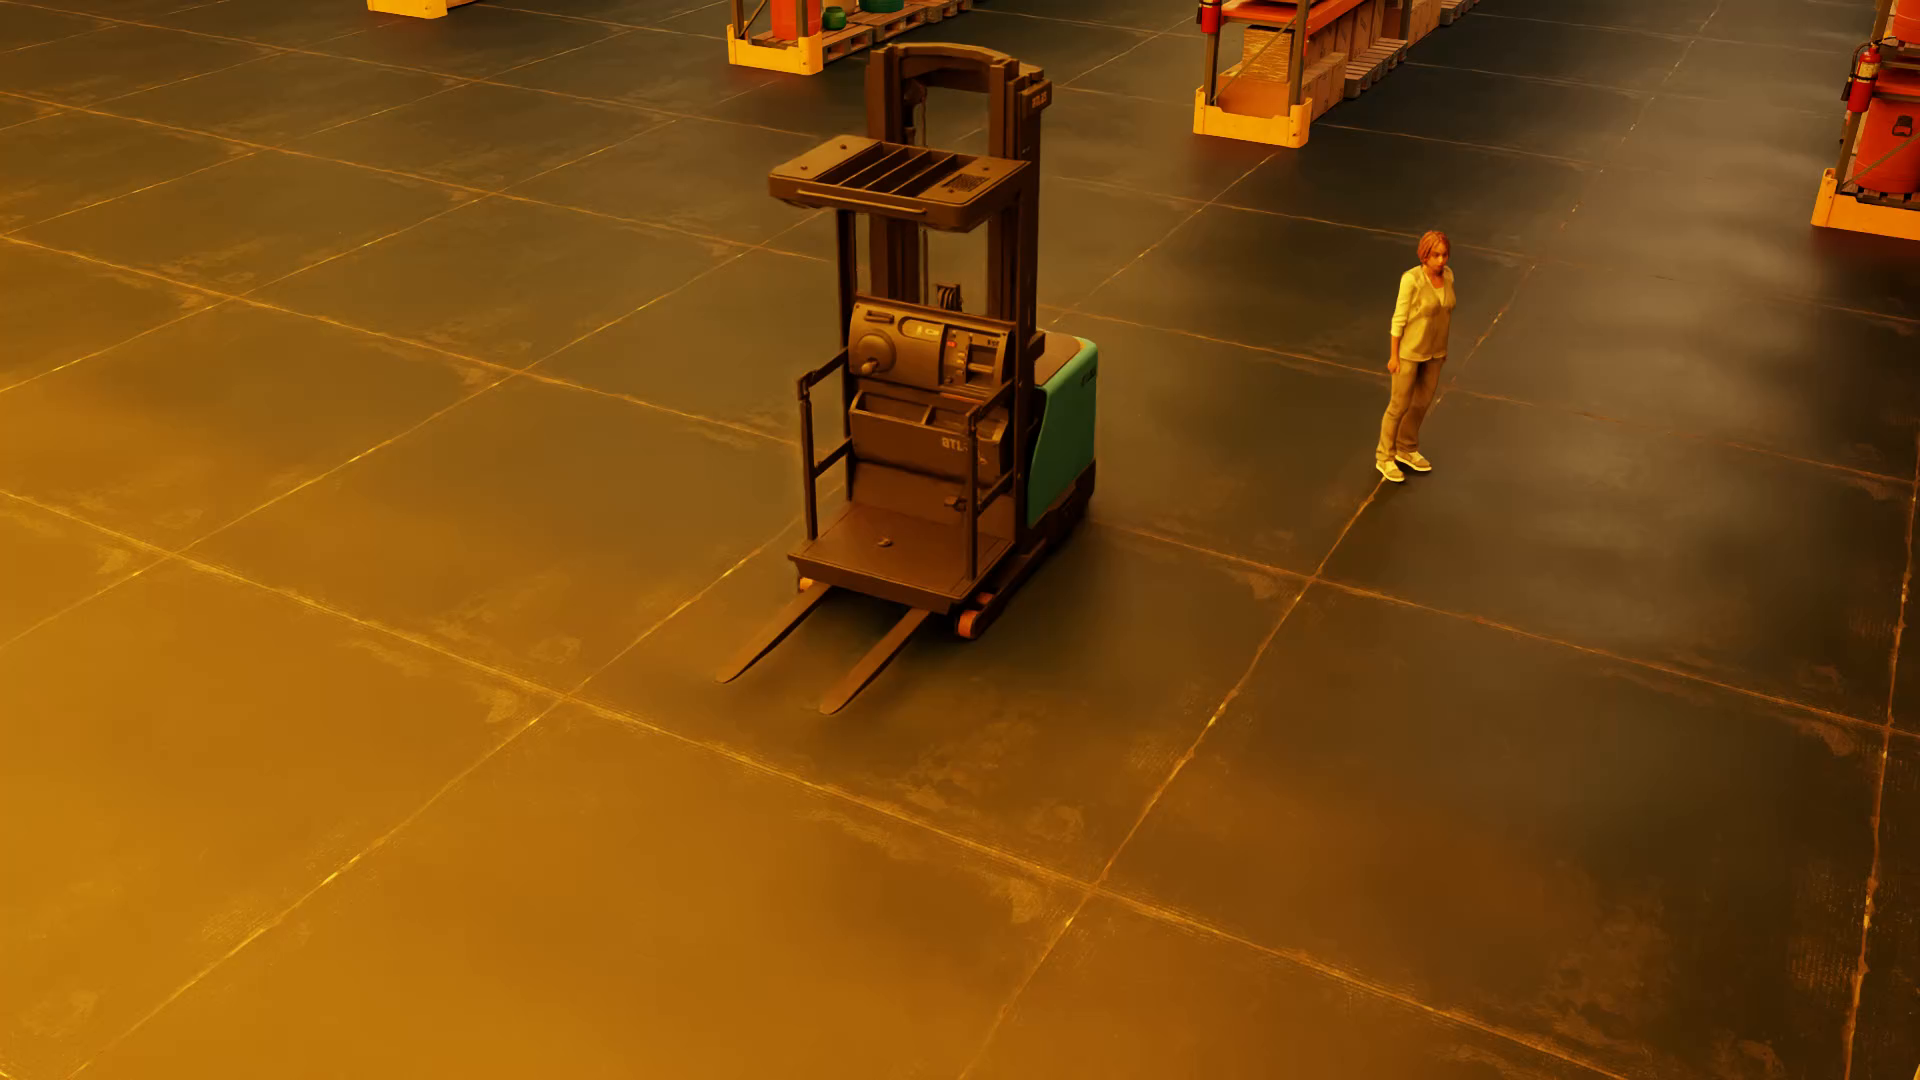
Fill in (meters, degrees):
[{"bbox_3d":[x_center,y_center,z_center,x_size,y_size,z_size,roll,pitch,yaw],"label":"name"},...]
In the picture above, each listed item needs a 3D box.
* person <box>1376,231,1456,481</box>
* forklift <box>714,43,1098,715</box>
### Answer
[{"bbox_3d":[2.875,-1.157,10.408,0.444,1.602,0.329,-15,33,-24],"label":"person"},{"bbox_3d":[-0.266,-0.979,8.766,1.130,2.935,3.031,14,33,22],"label":"forklift"}]
